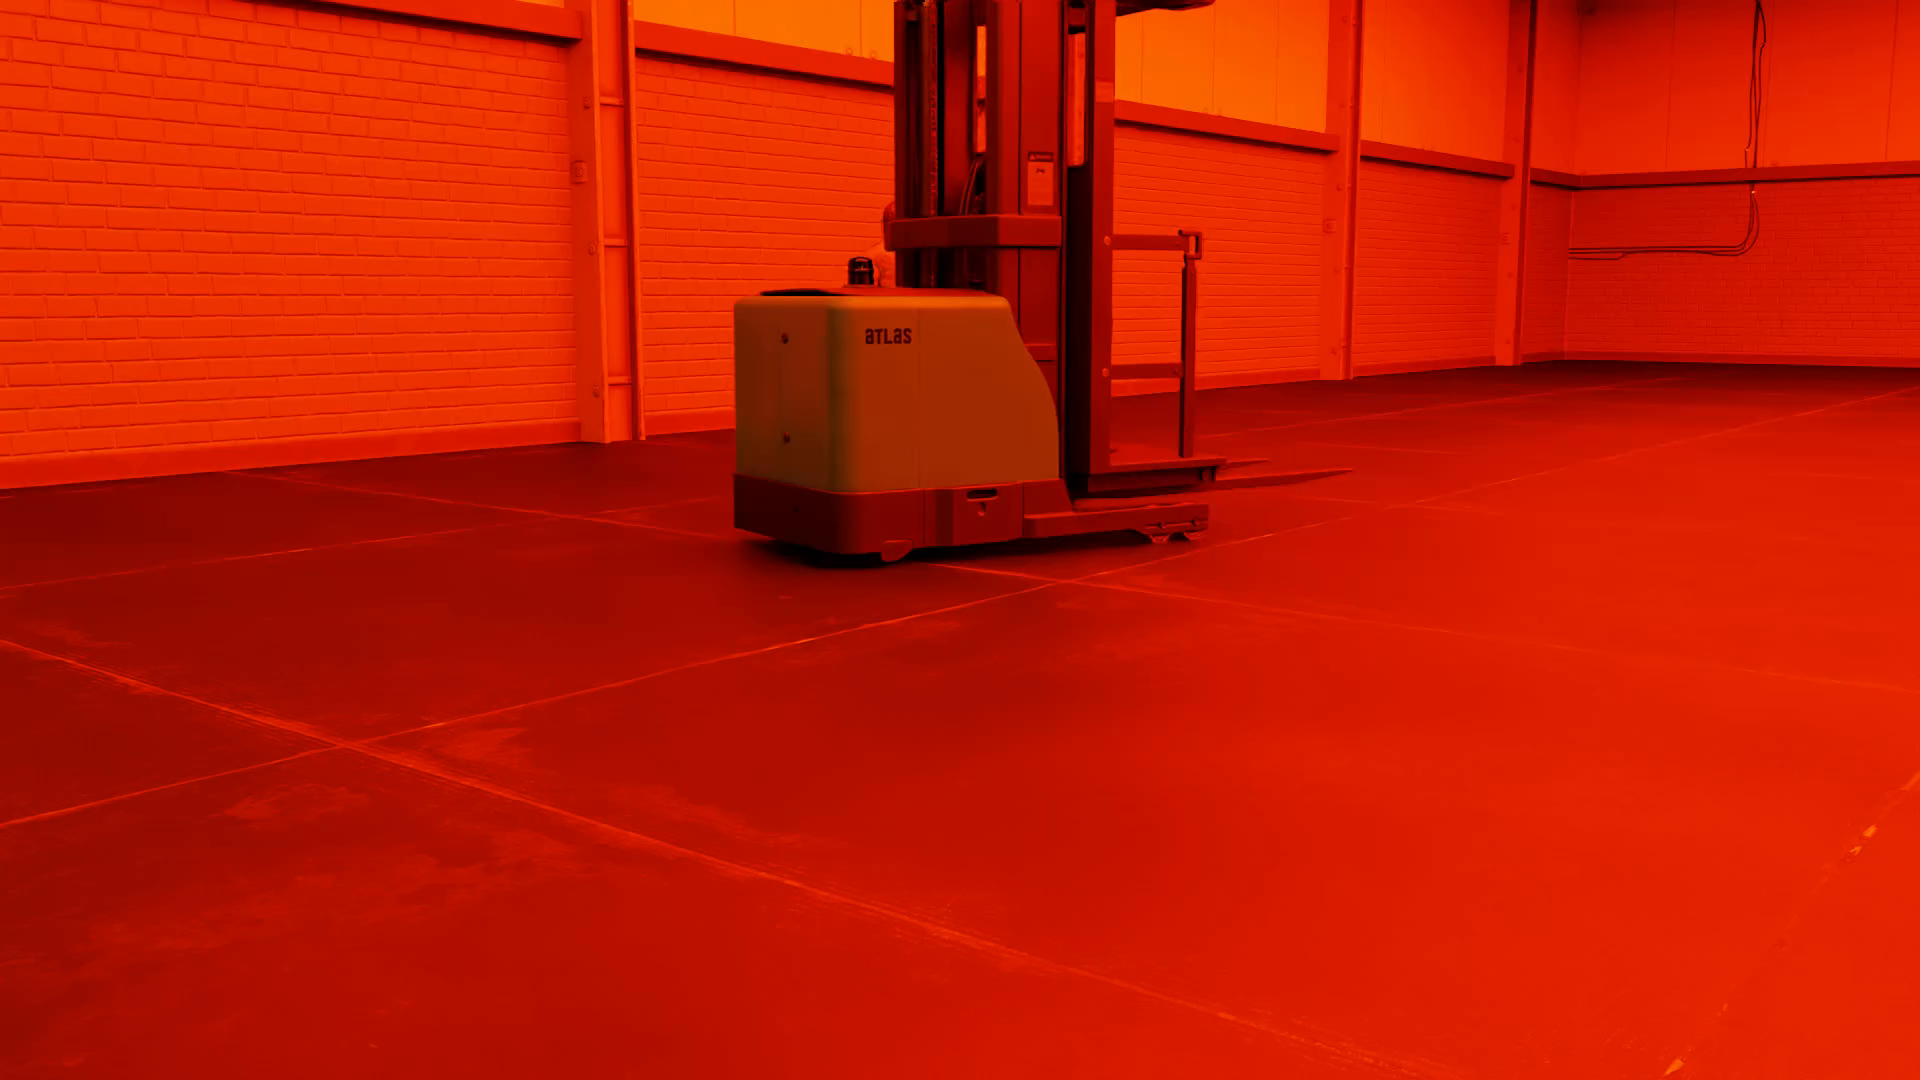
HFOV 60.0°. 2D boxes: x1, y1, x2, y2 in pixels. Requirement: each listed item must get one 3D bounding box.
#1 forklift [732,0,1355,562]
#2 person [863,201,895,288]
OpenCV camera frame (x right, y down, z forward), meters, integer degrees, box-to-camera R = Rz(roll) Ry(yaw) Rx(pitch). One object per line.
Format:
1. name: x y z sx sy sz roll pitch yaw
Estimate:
1. forklift: 0.517 -1.500 7.535 3.031 2.935 1.130 -5 10 -33
2. person: -0.371 -1.272 10.450 0.563 1.657 0.462 -1 8 -5
